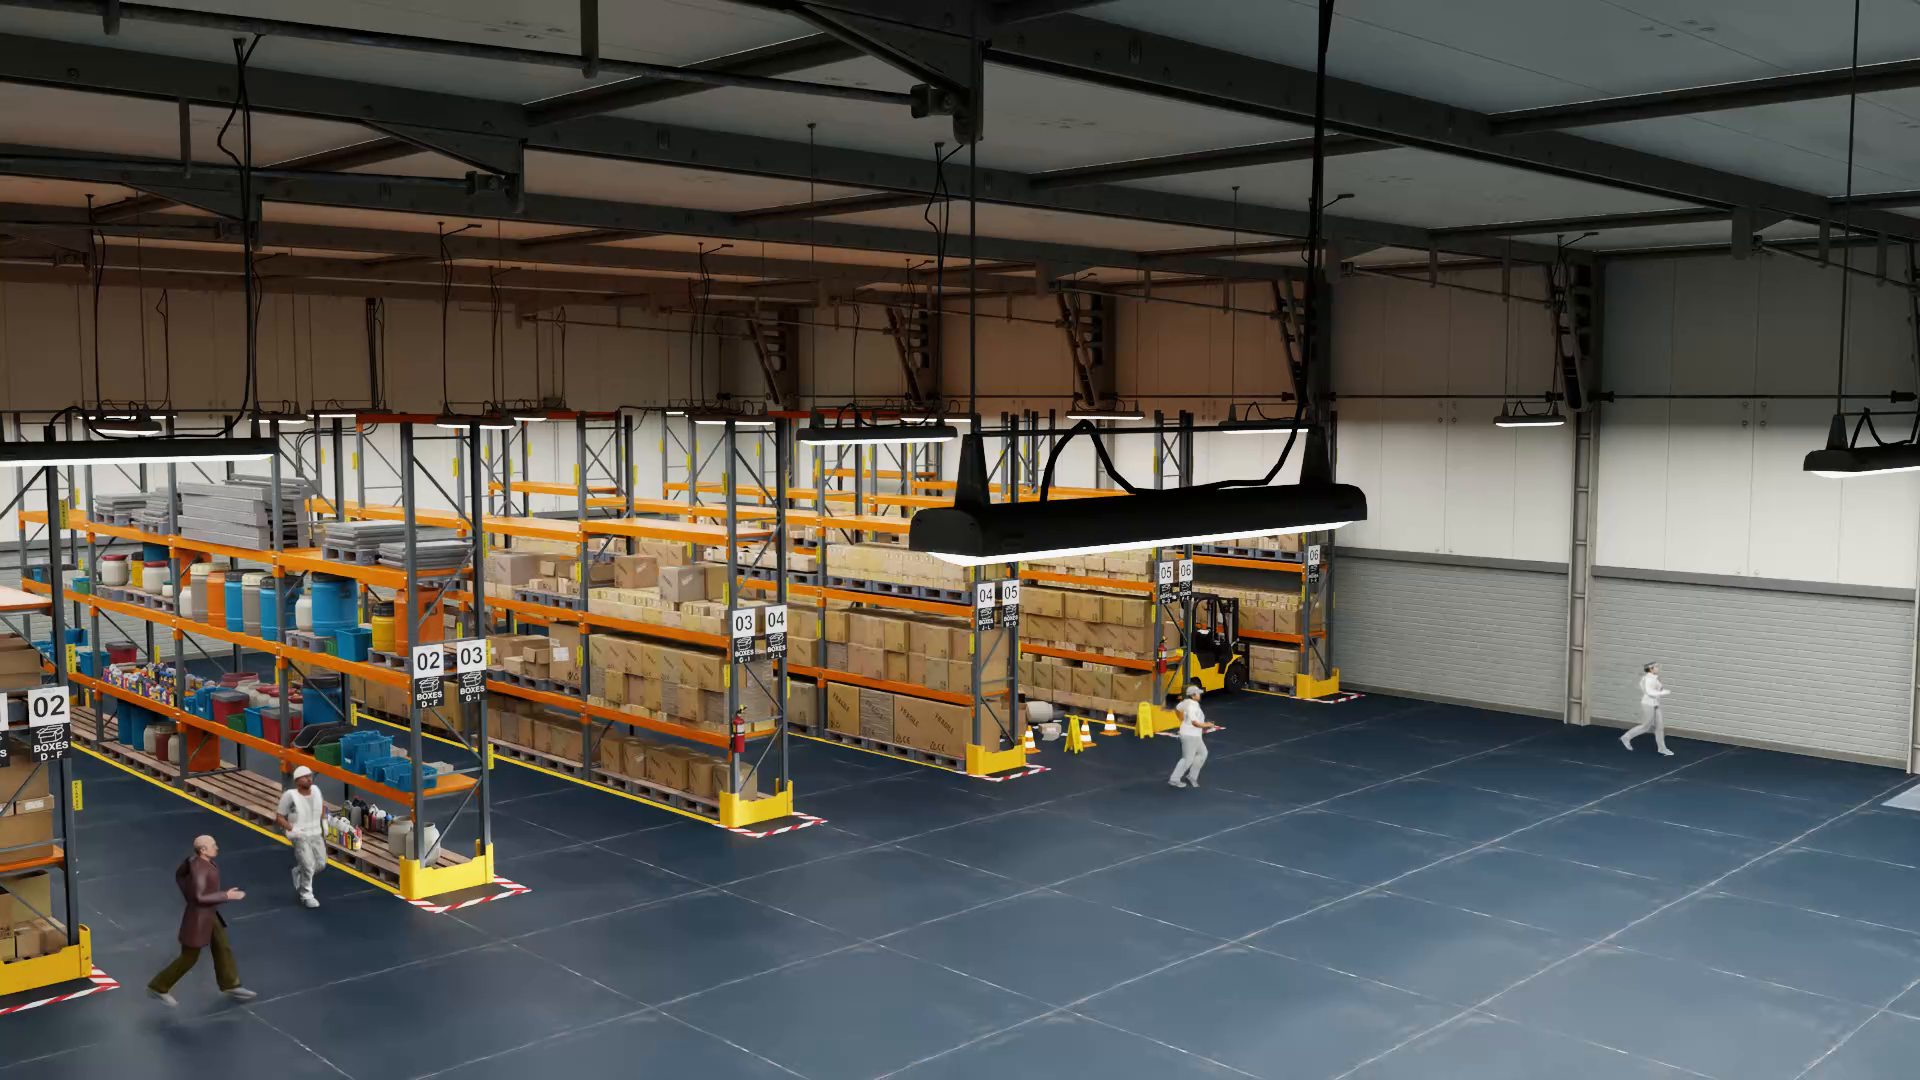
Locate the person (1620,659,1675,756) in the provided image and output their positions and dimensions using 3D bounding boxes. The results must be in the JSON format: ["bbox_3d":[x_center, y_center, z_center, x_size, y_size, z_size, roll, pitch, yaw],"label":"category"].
[{"bbox_3d":[12.129,2.921,29.270,0.907,1.685,0.644,3,6,31],"label":"person"}]

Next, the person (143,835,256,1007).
[{"bbox_3d":[-7.876,3.939,17.171,1.051,1.788,0.673,-1,5,-17],"label":"person"}]

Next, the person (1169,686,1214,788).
[{"bbox_3d":[3.722,3.199,26.783,0.712,1.724,0.615,0,5,3],"label":"person"}]

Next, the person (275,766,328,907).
[{"bbox_3d":[-8.195,3.668,20.717,0.631,1.743,0.711,3,6,30],"label":"person"}]
